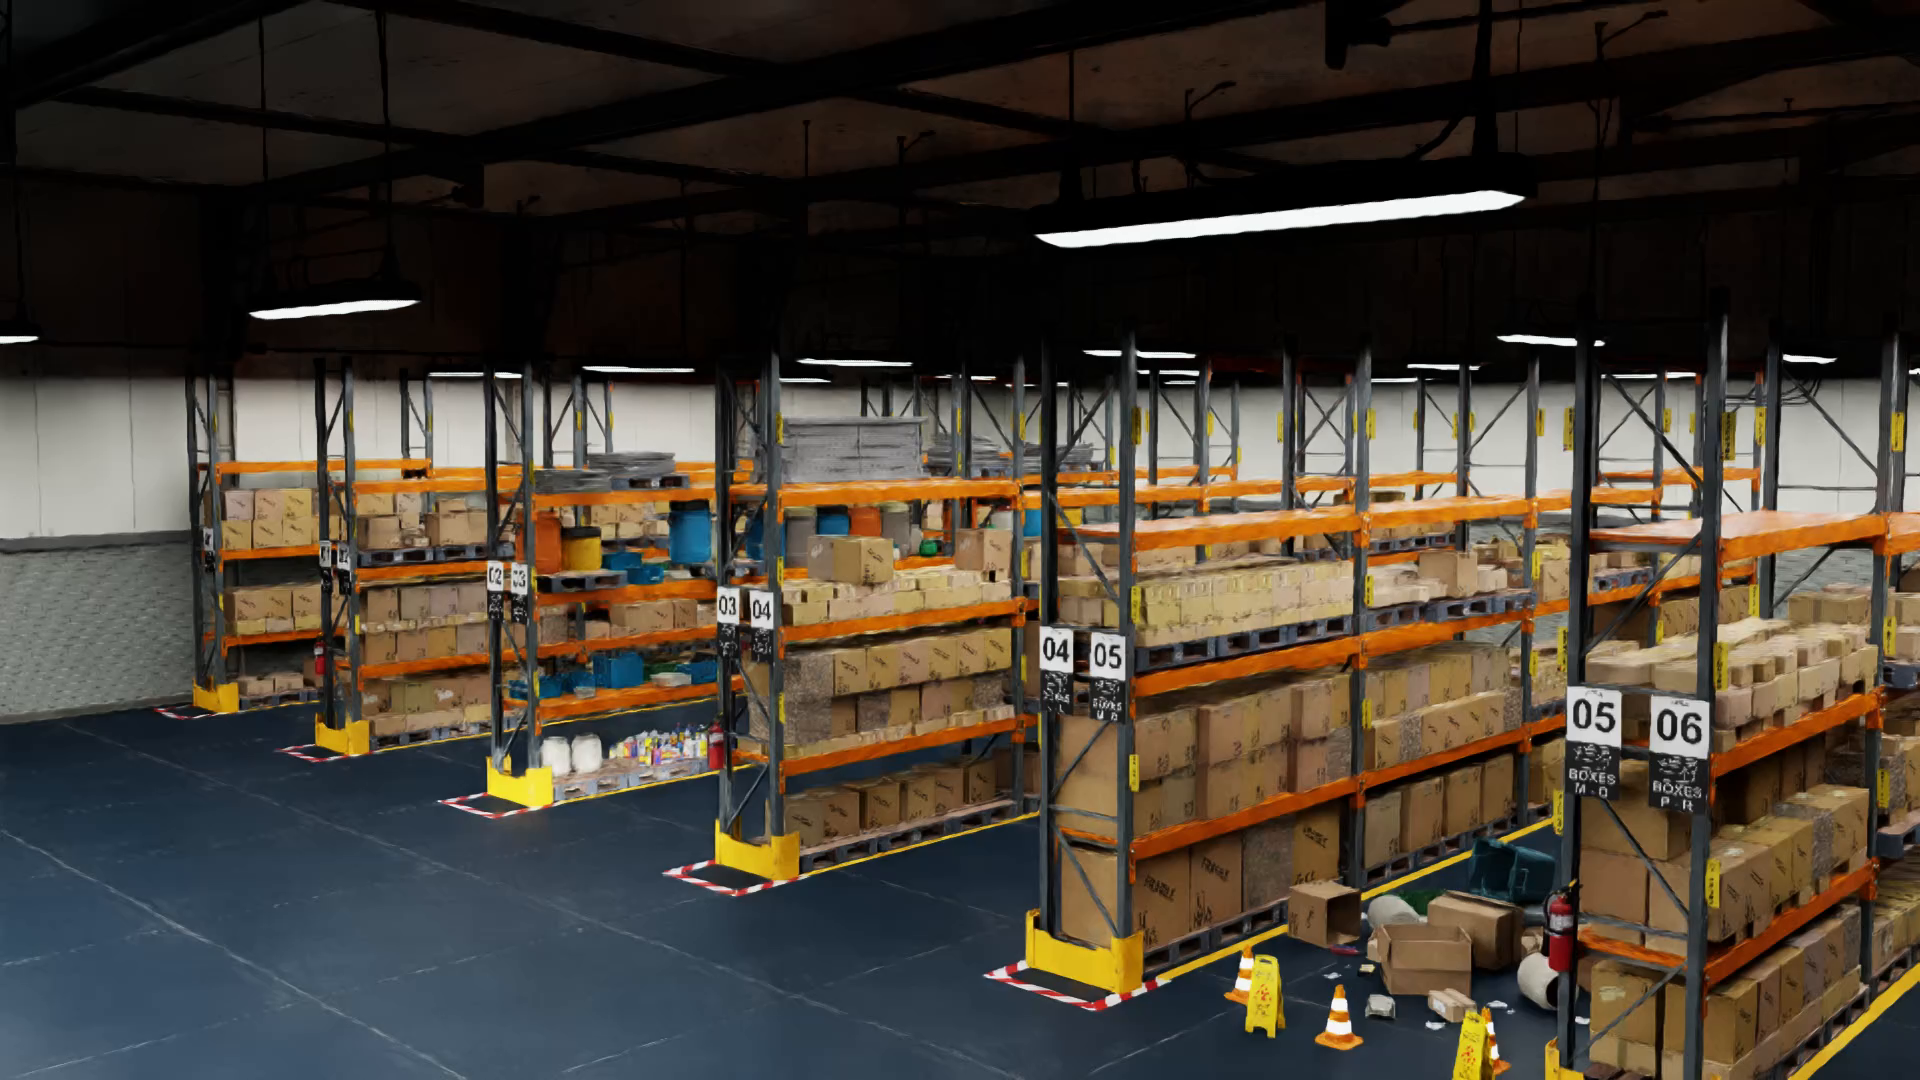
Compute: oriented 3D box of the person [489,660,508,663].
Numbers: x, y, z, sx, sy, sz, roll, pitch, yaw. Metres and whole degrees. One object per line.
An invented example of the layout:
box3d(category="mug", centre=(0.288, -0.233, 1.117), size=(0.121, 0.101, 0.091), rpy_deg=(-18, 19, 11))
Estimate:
box3d(category="person", centre=(-8.708, 1.871, 31.536), size=(0.473, 1.738, 0.626), rpy_deg=(2, 5, 19))
